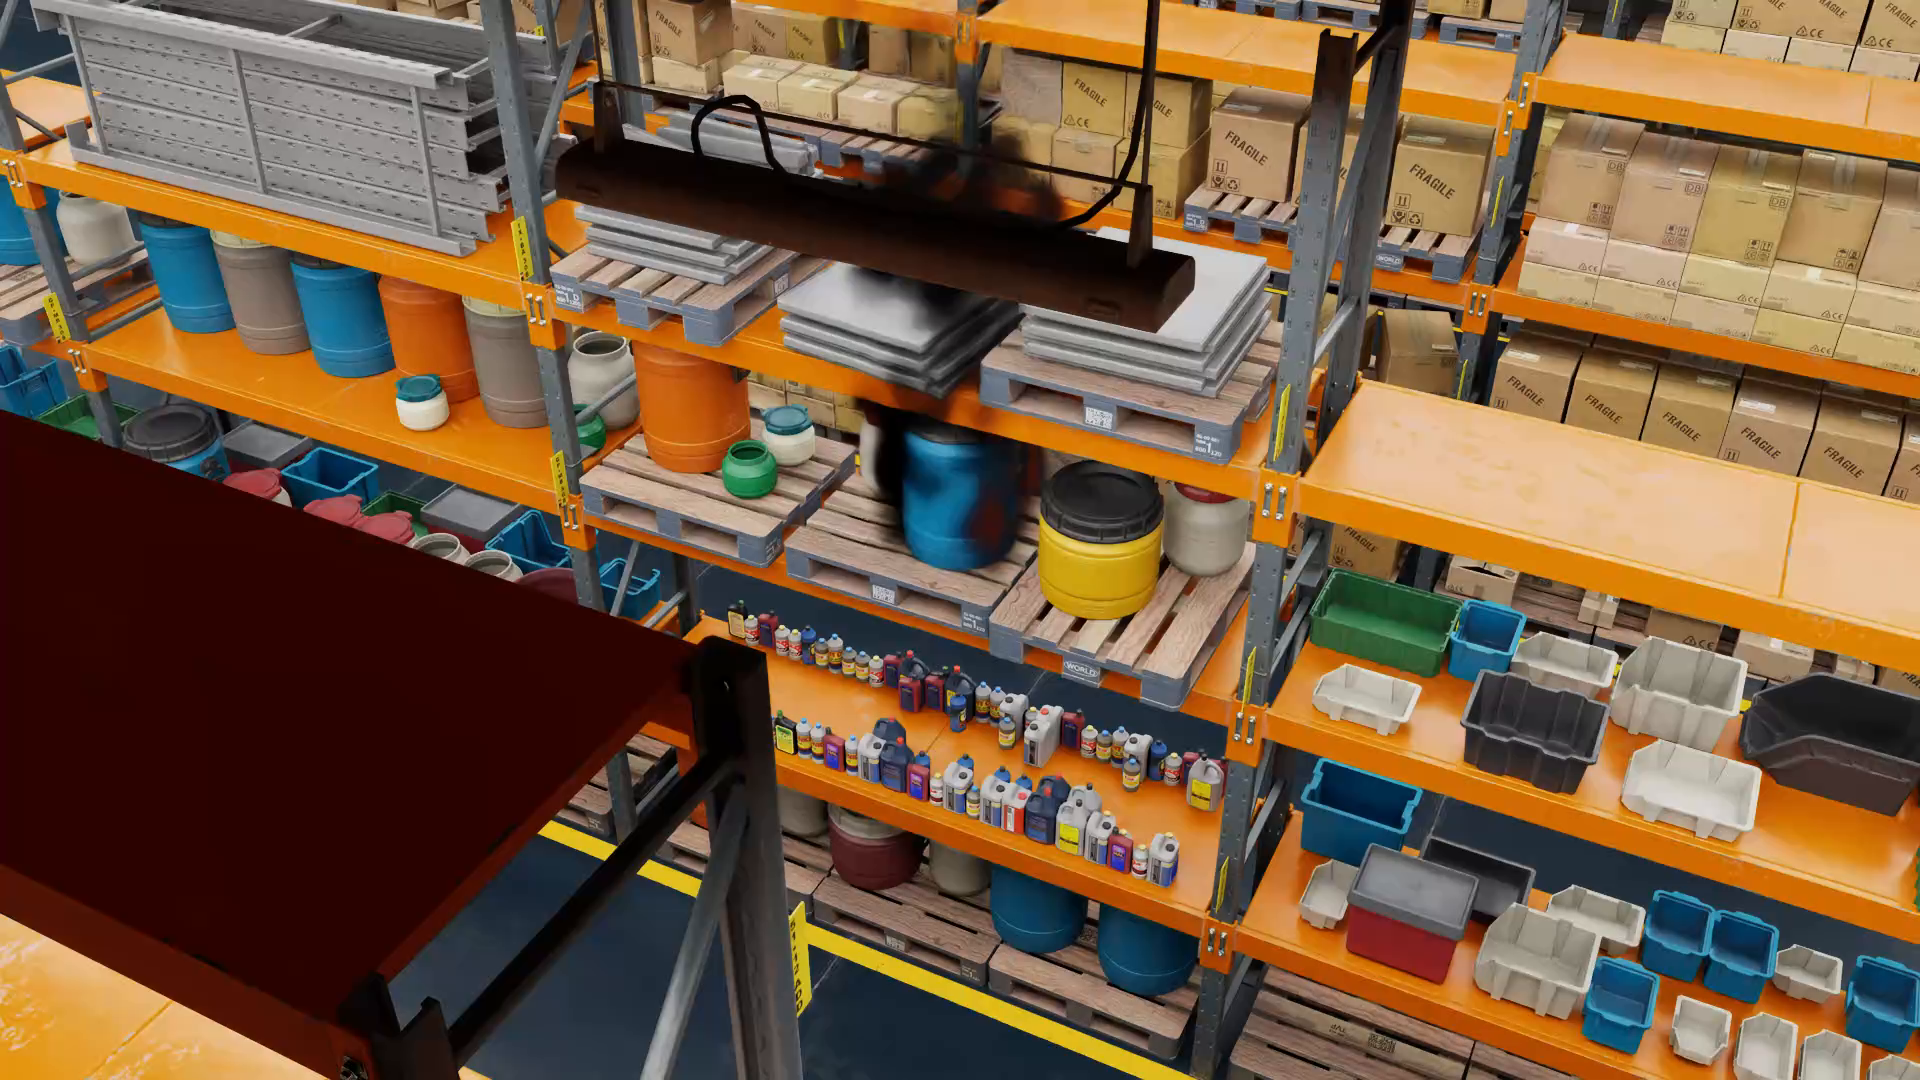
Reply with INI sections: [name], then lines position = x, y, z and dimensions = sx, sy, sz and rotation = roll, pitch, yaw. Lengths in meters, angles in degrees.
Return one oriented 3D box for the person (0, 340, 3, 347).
[person]
position = -8.713, -1.630, 14.799
dimensions = 0.677, 1.703, 0.612
rotation = 1, 35, 2
